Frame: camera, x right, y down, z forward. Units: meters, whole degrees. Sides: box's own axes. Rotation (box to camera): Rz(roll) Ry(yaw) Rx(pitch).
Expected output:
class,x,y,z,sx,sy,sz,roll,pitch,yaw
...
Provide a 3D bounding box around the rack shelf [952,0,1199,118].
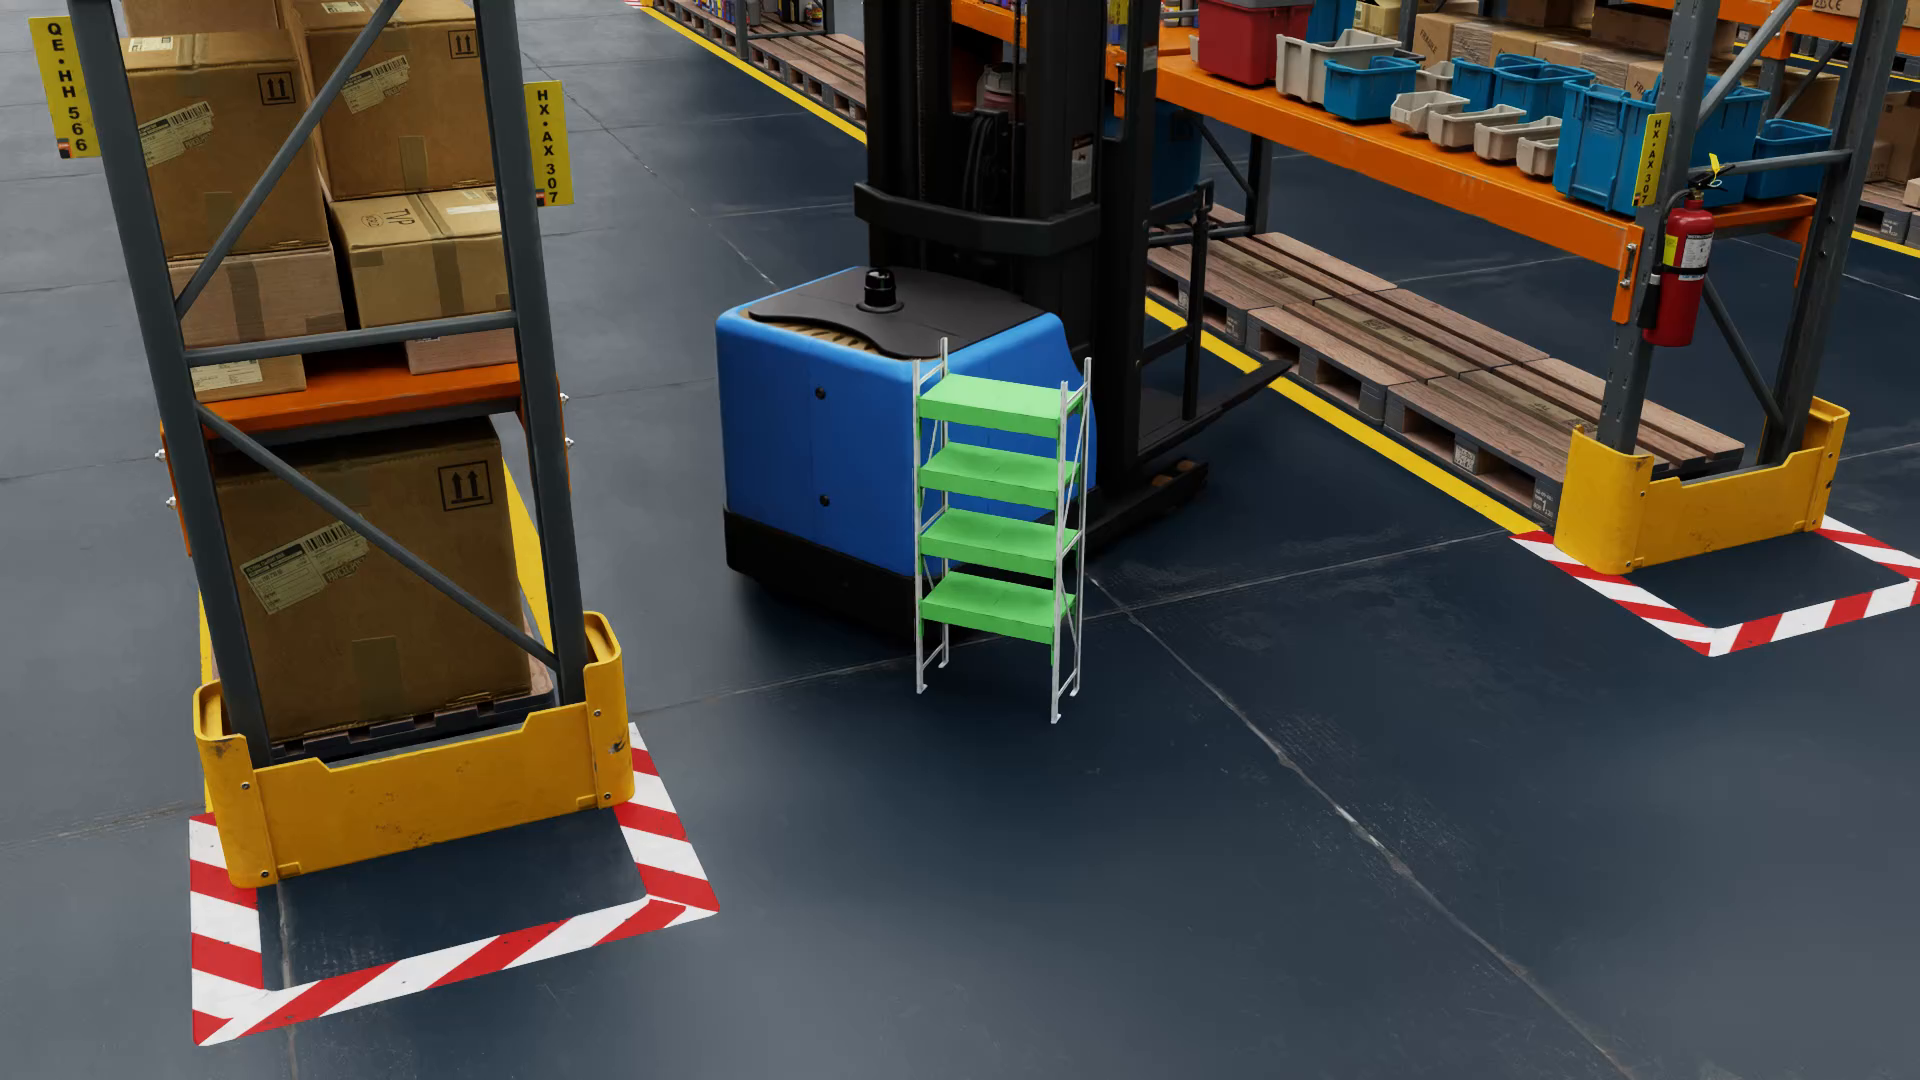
class,x,y,z,sx,sy,sz,roll,pitch,yaw
rack shelf,0.608,-3.477,11.273,1.077,0.370,4.000,-11,28,-21

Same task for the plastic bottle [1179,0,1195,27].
class,x,y,z,sx,sy,sz,roll,pitch,yaw
plastic bottle,1.417,-3.337,10.308,0.152,0.276,0.135,-11,28,-21

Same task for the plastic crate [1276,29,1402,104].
class,x,y,z,sx,sy,sz,roll,pitch,yaw
plastic crate,1.819,-2.319,8.147,0.437,0.282,0.530,-11,28,-21

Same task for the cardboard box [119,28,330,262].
class,x,y,z,sx,sy,sz,roll,pitch,yaw
cardboard box,-2.033,-1.082,4.524,0.500,0.500,0.500,-10,28,-20

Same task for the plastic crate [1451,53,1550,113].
class,x,y,z,sx,sy,sz,roll,pitch,yaw
plastic crate,2.530,-2.139,7.834,0.416,0.233,0.300,-11,28,-21

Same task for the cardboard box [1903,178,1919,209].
class,x,y,z,sx,sy,sz,roll,pitch,yaw
cardboard box,6.263,-2.213,10.592,0.380,0.166,0.250,-11,28,-21

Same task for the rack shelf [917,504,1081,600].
class,x,y,z,sx,sy,sz,roll,pitch,yaw
rack shelf,0.131,0.036,5.455,0.480,0.148,0.258,11,28,20

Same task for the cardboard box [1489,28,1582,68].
class,x,y,z,sx,sy,sz,roll,pitch,yaw
cardboard box,4.701,-3.885,13.636,0.500,0.500,0.500,-11,28,-21

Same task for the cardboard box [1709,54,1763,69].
class,x,y,z,sx,sy,sz,roll,pitch,yaw
cardboard box,5.766,-3.368,12.576,0.500,0.500,0.500,-10,28,-20

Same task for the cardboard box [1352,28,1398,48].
class,x,y,z,sx,sy,sz,roll,pitch,yaw
cardboard box,3.953,-4.581,15.369,0.500,0.250,0.500,-10,28,-19

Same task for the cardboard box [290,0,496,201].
class,x,y,z,sx,sy,sz,roll,pitch,yaw
cardboard box,-1.735,-1.373,5.119,0.500,0.500,0.500,-11,28,-22

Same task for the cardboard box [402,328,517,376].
class,x,y,z,sx,sy,sz,roll,pitch,yaw
cardboard box,-1.435,-0.614,4.876,0.380,0.149,0.250,-10,28,-20

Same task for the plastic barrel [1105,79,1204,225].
class,x,y,z,sx,sy,sz,roll,pitch,yaw
plastic barrel,1.193,-2.461,10.285,0.600,0.901,0.708,-11,28,-21

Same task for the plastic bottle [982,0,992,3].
class,x,y,z,sx,sy,sz,roll,pitch,yaw
plastic bottle,0.240,-3.762,11.178,0.152,0.276,0.135,-11,28,-21

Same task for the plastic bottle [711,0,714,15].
class,x,y,z,sx,sy,sz,roll,pitch,yaw
plastic bottle,-2.593,-5.691,17.674,0.097,0.201,0.097,0,26,0

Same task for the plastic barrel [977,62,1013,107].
class,x,y,z,sx,sy,sz,roll,pitch,yaw
plastic barrel,0.335,-3.271,12.388,0.421,0.512,0.421,0,26,0

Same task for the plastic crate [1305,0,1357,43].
class,x,y,z,sx,sy,sz,roll,pitch,yaw
plastic crate,1.888,-2.883,9.186,0.392,0.384,0.575,-11,28,-21

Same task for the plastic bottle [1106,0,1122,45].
class,x,y,z,sx,sy,sz,roll,pitch,yaw
plastic bottle,0.939,-3.041,9.701,0.152,0.276,0.135,-11,28,-21

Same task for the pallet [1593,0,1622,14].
class,x,y,z,sx,sy,sz,roll,pitch,yaw
pallet,7.680,-6.358,19.531,1.003,0.211,1.213,-11,28,-21

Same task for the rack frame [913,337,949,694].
class,x,y,z,sx,sy,sz,roll,pitch,yaw
rack frame,-0.094,-0.063,5.512,0.015,1.200,0.240,11,28,20

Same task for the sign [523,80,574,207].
class,x,y,z,sx,sy,sz,roll,pitch,yaw
sign,-1.087,-1.045,4.394,0.100,0.325,0.005,-11,28,-21

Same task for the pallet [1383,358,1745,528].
class,x,y,z,sx,sy,sz,roll,pitch,yaw
pallet,2.670,-0.465,7.461,1.003,0.211,1.213,-11,28,-21

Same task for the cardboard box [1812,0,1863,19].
class,x,y,z,sx,sy,sz,roll,pitch,yaw
cardboard box,5.899,-3.635,10.662,0.500,0.500,0.500,-10,28,-19

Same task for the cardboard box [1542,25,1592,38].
class,x,y,z,sx,sy,sz,roll,pitch,yaw
cardboard box,5.168,-3.986,13.842,0.500,0.500,0.500,-12,28,-22

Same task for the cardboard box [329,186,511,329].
class,x,y,z,sx,sy,sz,roll,pitch,yaw
cardboard box,-1.540,-0.834,4.871,0.500,0.250,0.500,-11,28,-22

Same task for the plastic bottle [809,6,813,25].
class,x,y,z,sx,sy,sz,roll,pitch,yaw
plastic bottle,-1.503,-5.408,17.095,0.097,0.201,0.097,0,26,0

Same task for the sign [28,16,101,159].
class,x,y,z,sx,sy,sz,roll,pitch,yaw
sign,-2.105,-1.066,3.926,0.100,0.325,0.005,-11,28,-21

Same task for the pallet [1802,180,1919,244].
class,x,y,z,sx,sy,sz,roll,pitch,yaw
pallet,6.218,-2.312,11.245,1.003,0.211,1.213,-11,28,-21

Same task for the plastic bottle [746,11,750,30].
class,x,y,z,sx,sy,sz,roll,pitch,yaw
plastic bottle,-2.171,-5.256,16.784,0.097,0.201,0.097,0,26,0

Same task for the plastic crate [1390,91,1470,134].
class,x,y,z,sx,sy,sz,roll,pitch,yaw
plastic crate,2.107,-1.929,7.514,0.298,0.136,0.250,-11,28,-21

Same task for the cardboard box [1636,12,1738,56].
class,x,y,z,sx,sy,sz,roll,pitch,yaw
cardboard box,5.593,-3.895,12.801,0.500,0.250,0.500,-11,28,-20

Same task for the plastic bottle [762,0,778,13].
class,x,y,z,sx,sy,sz,roll,pitch,yaw
plastic bottle,-2.043,-5.806,17.825,0.152,0.276,0.135,-11,28,-21

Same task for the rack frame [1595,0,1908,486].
class,x,y,z,sx,sy,sz,roll,pitch,yaw
rack frame,2.957,-1.378,6.154,1.000,3.000,0.127,-11,28,-21

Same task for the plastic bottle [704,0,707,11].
class,x,y,z,sx,sy,sz,roll,pitch,yaw
plastic bottle,-2.712,-5.845,17.911,0.097,0.271,0.097,0,26,0

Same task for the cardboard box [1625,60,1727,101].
class,x,y,z,sx,sy,sz,roll,pitch,yaw
cardboard box,5.307,-3.268,12.372,0.500,0.500,0.500,-10,28,-20

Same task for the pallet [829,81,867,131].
class,x,y,z,sx,sy,sz,roll,pitch,yaw
pallet,-0.443,-3.674,14.035,1.003,0.211,1.213,-11,28,-21

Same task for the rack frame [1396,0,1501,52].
class,x,y,z,sx,sy,sz,roll,pitch,yaw
rack frame,4.384,-5.457,14.509,1.000,3.000,0.127,-11,28,-21

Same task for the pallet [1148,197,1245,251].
class,x,y,z,sx,sy,sz,roll,pitch,yaw
pallet,1.127,-2.059,10.726,1.003,0.211,1.213,-11,28,-21

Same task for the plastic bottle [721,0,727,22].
class,x,y,z,sx,sy,sz,roll,pitch,yaw
plastic bottle,-2.437,-5.546,17.285,0.061,0.283,0.133,-9,27,-17

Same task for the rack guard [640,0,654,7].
class,x,y,z,sx,sy,sz,roll,pitch,yaw
rack guard,-3.236,-6.692,19.886,1.175,0.500,0.348,-11,28,-21

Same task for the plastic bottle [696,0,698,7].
class,x,y,z,sx,sy,sz,roll,pitch,yaw
plastic bottle,-2.845,-5.950,18.206,0.097,0.201,0.097,0,26,0

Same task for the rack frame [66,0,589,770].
class,x,y,z,sx,sy,sz,roll,pitch,yaw
rack frame,-1.600,-0.527,4.411,1.000,3.000,0.127,-11,28,-21

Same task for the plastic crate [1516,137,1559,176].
class,x,y,z,sx,sy,sz,roll,pitch,yaw
plastic crate,2.471,-1.585,6.809,0.396,0.136,0.243,-11,28,-21

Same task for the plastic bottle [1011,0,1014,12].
class,x,y,z,sx,sy,sz,roll,pitch,yaw
plastic bottle,0.384,-3.549,10.825,0.097,0.201,0.097,0,26,0

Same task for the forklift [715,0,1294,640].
class,x,y,z,sx,sy,sz,roll,pitch,yaw
forklift,0.407,-1.544,6.571,1.130,2.935,3.031,19,32,34

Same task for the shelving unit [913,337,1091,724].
class,x,y,z,sx,sy,sz,roll,pitch,yaw
shelving unit,0.131,-0.022,5.427,0.503,1.200,0.258,11,28,20

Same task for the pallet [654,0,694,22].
class,x,y,z,sx,sy,sz,roll,pitch,yaw
pallet,-2.922,-6.233,19.275,1.003,0.211,1.213,-11,28,-21
